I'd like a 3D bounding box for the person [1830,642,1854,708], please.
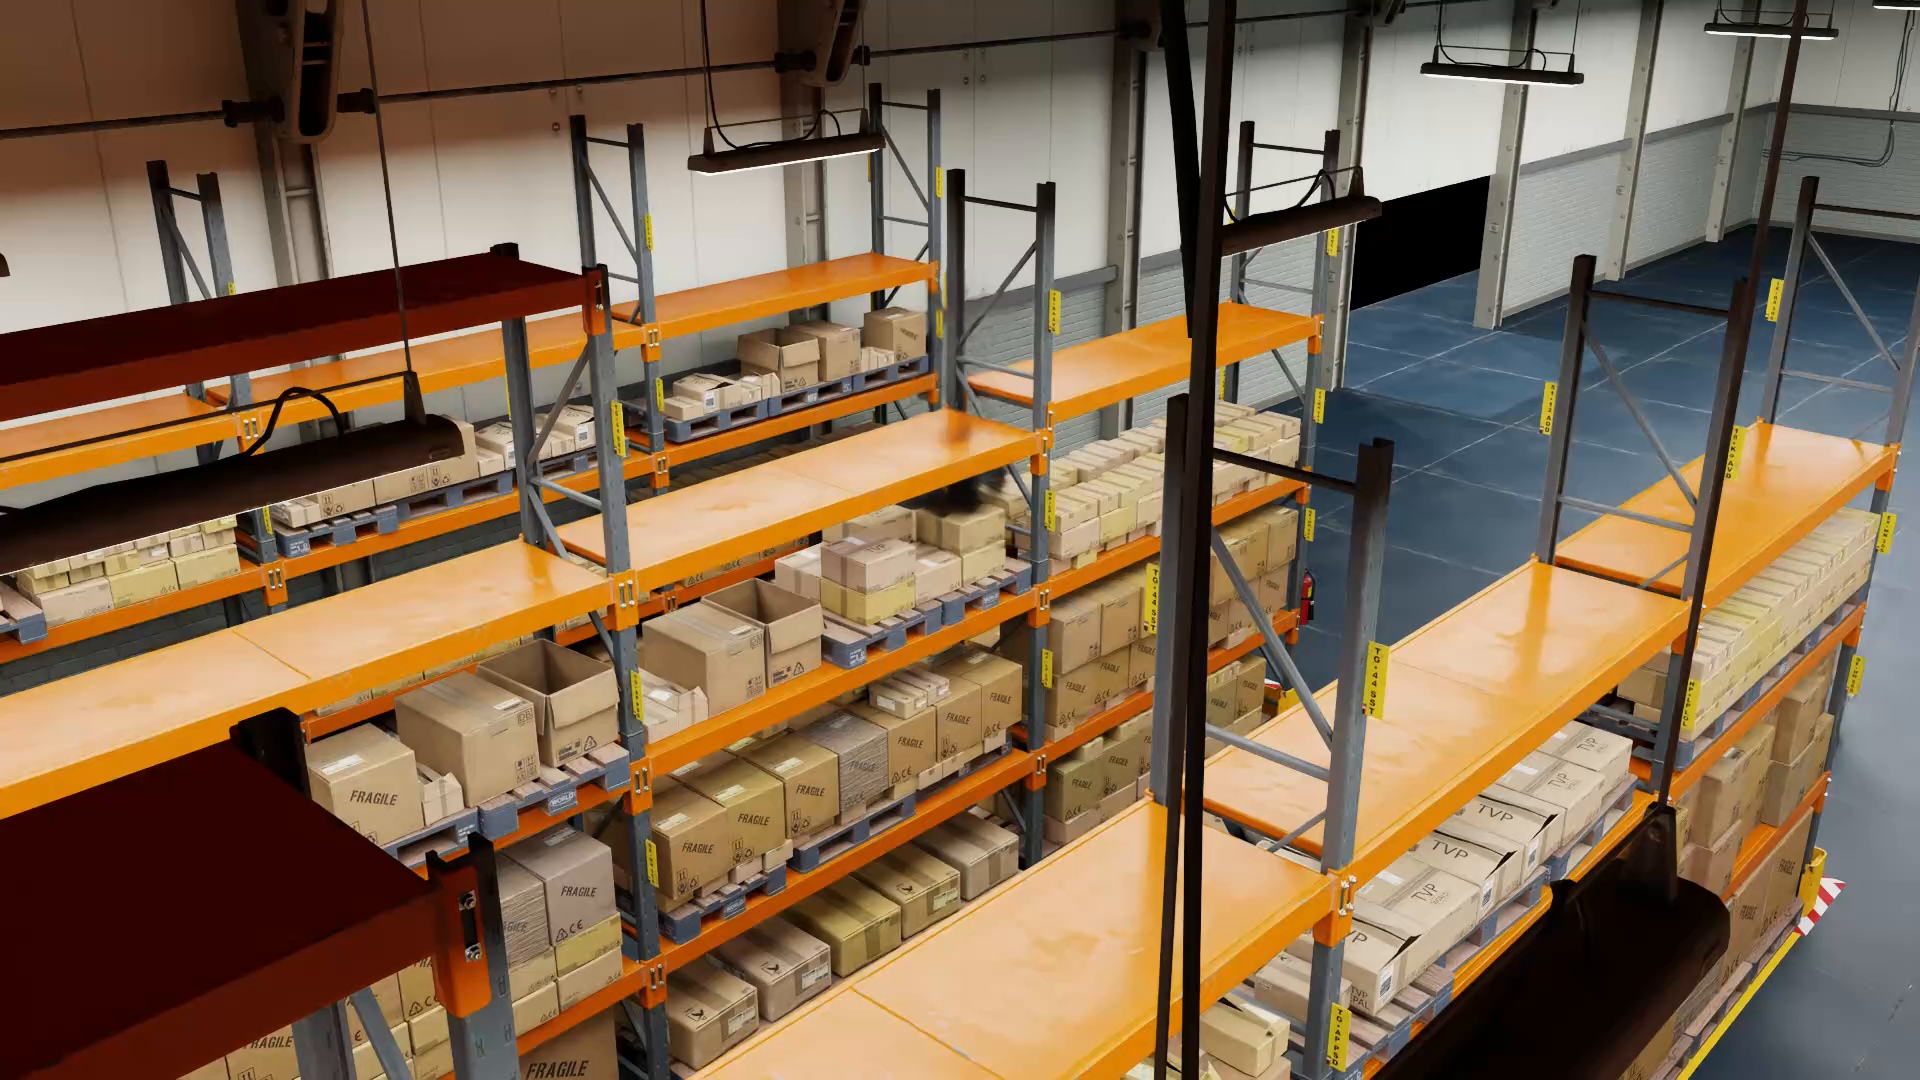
[{"bbox_3d":[8.919,0.970,17.155,0.634,1.790,1.097,0,21,-1],"label":"person"}]
